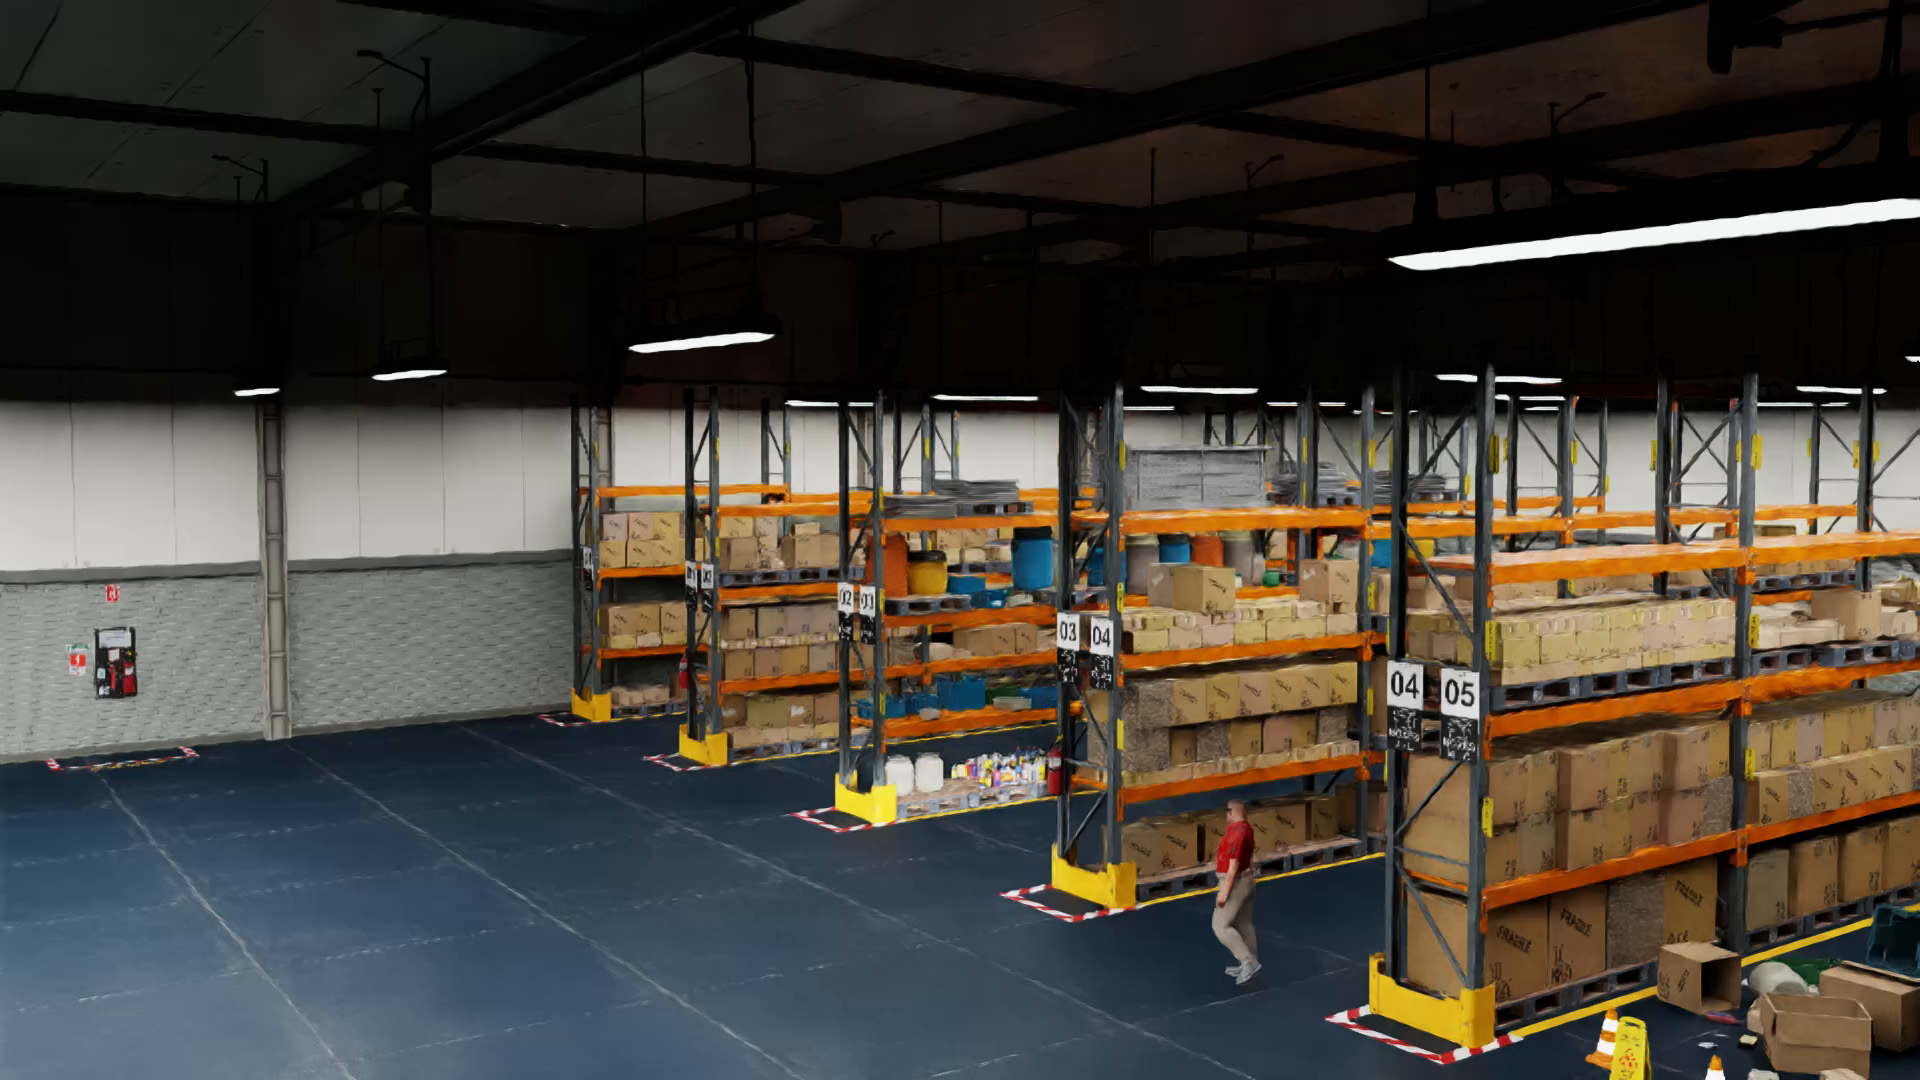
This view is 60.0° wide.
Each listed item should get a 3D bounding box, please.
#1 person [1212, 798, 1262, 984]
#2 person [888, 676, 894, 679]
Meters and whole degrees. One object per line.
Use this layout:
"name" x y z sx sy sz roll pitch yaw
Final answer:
"person" 2.670 3.337 15.889 0.480 1.718 0.706 2 4 24
"person" -1.360 2.318 33.014 0.683 1.714 0.837 3 4 39
